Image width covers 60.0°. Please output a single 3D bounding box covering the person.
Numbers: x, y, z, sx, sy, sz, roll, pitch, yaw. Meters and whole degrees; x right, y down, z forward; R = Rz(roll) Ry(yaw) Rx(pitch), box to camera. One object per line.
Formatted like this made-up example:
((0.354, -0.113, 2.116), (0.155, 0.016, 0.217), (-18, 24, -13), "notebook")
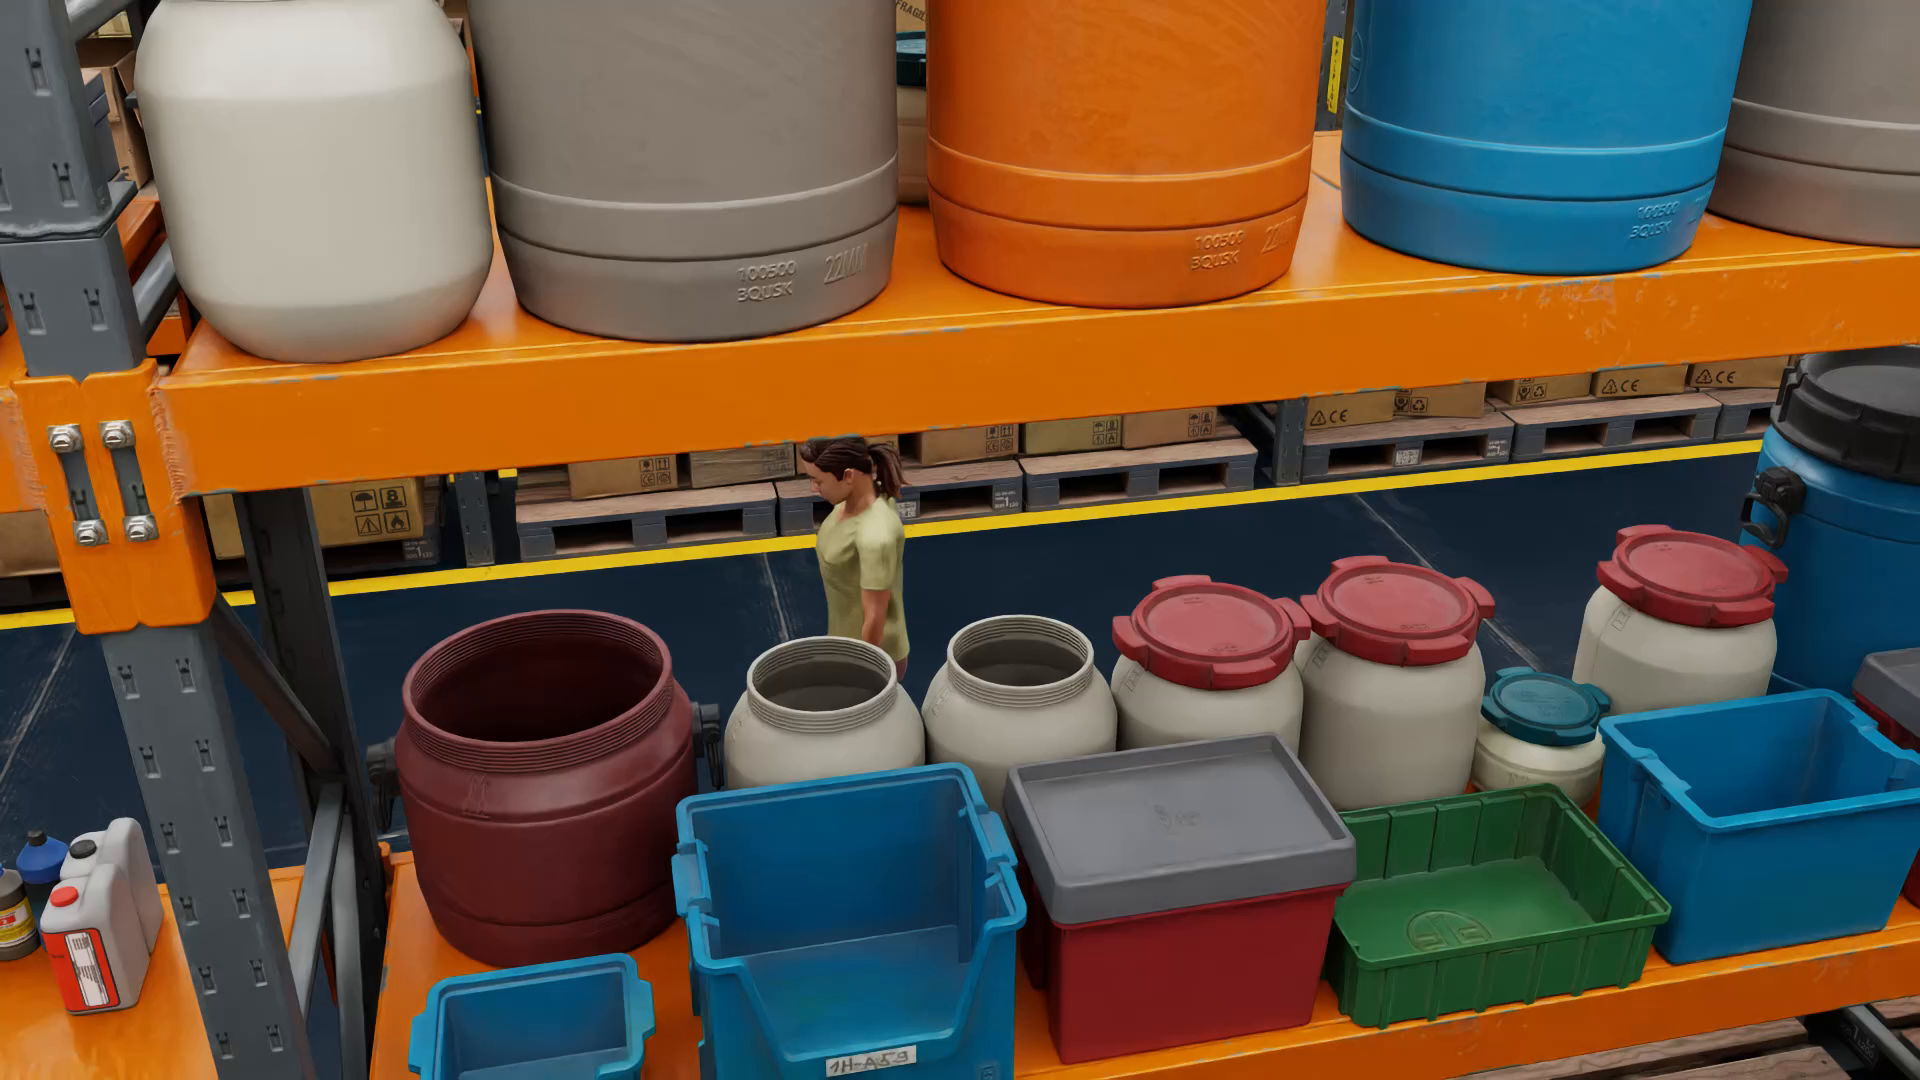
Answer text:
((-0.373, 0.487, 5.449), (0.616, 1.417, 0.508), (-6, 27, -11), "person")
